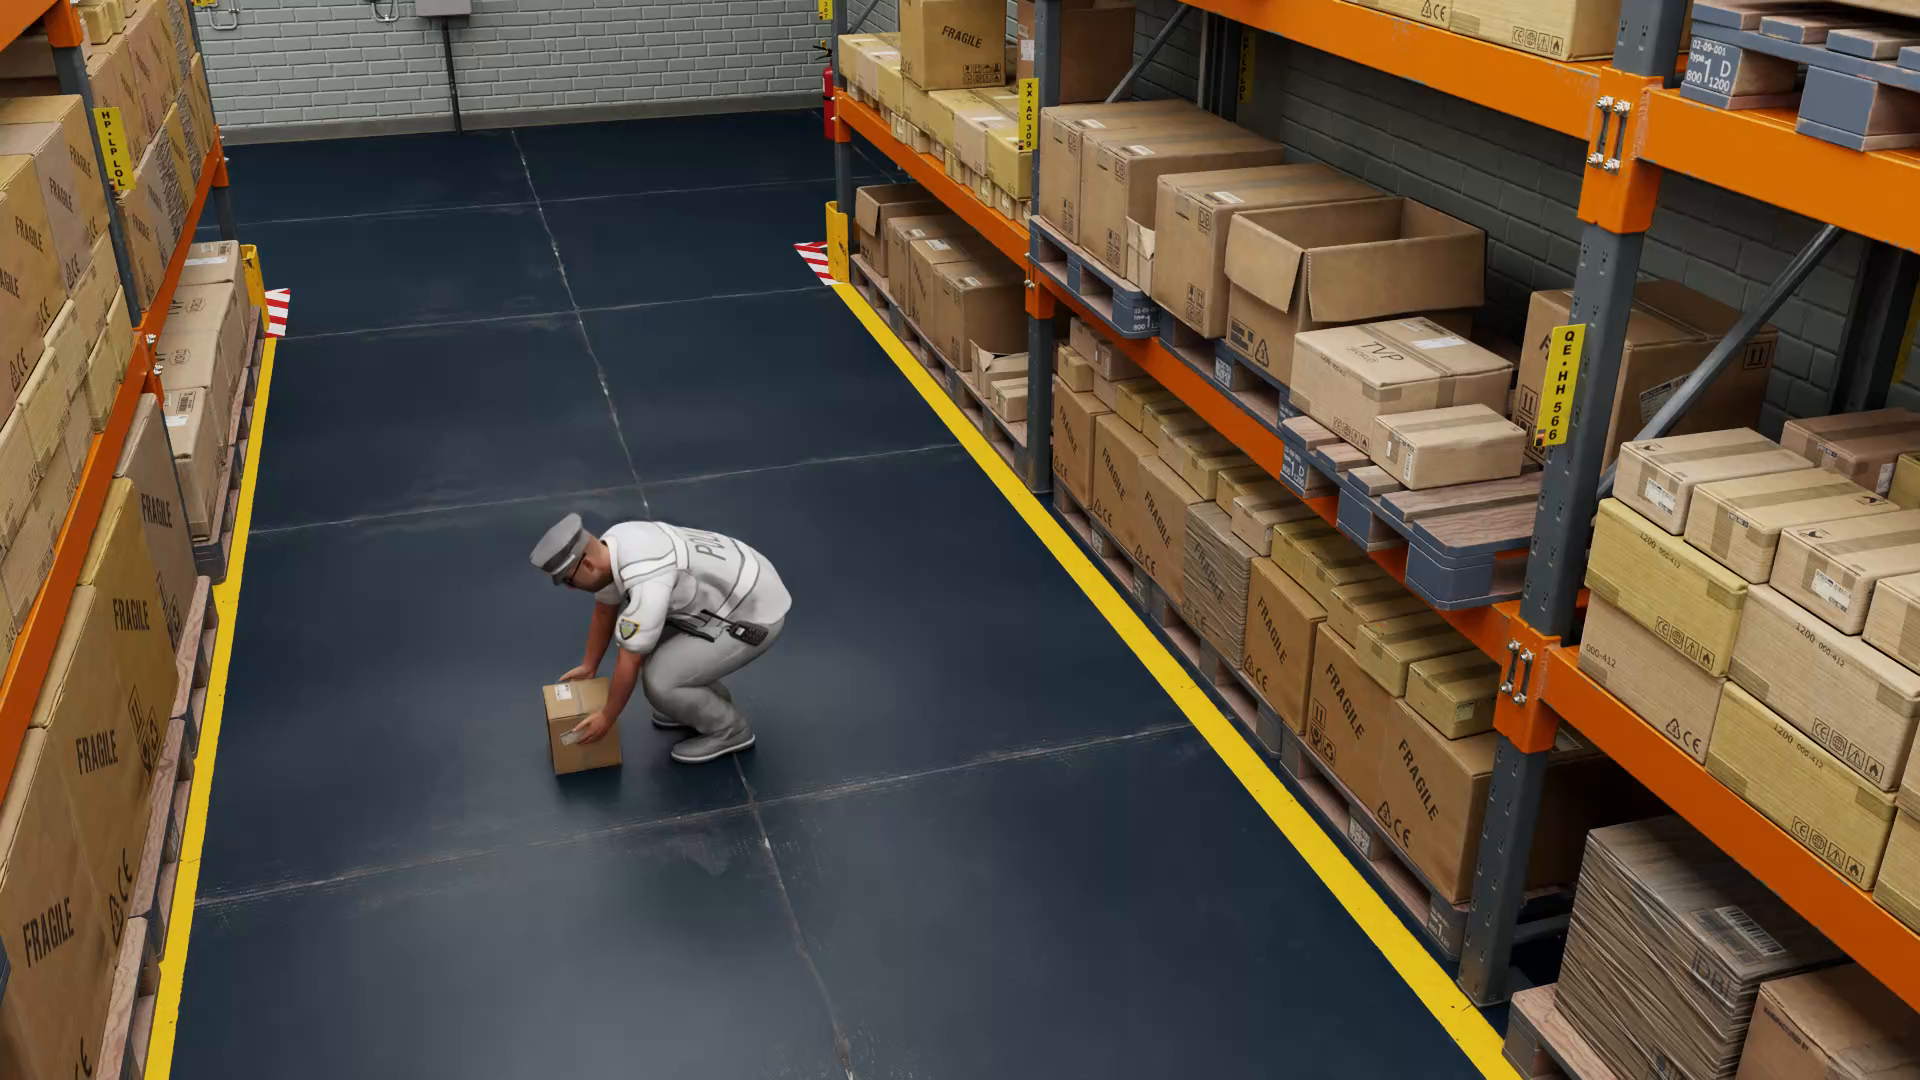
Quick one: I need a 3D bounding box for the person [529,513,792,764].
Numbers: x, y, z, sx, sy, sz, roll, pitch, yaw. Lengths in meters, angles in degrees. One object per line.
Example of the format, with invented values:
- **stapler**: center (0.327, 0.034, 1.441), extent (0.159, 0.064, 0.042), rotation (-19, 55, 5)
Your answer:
- **person**: center (-1.102, 0.331, 6.257), extent (0.943, 1.030, 0.562), rotation (-8, 27, -16)
